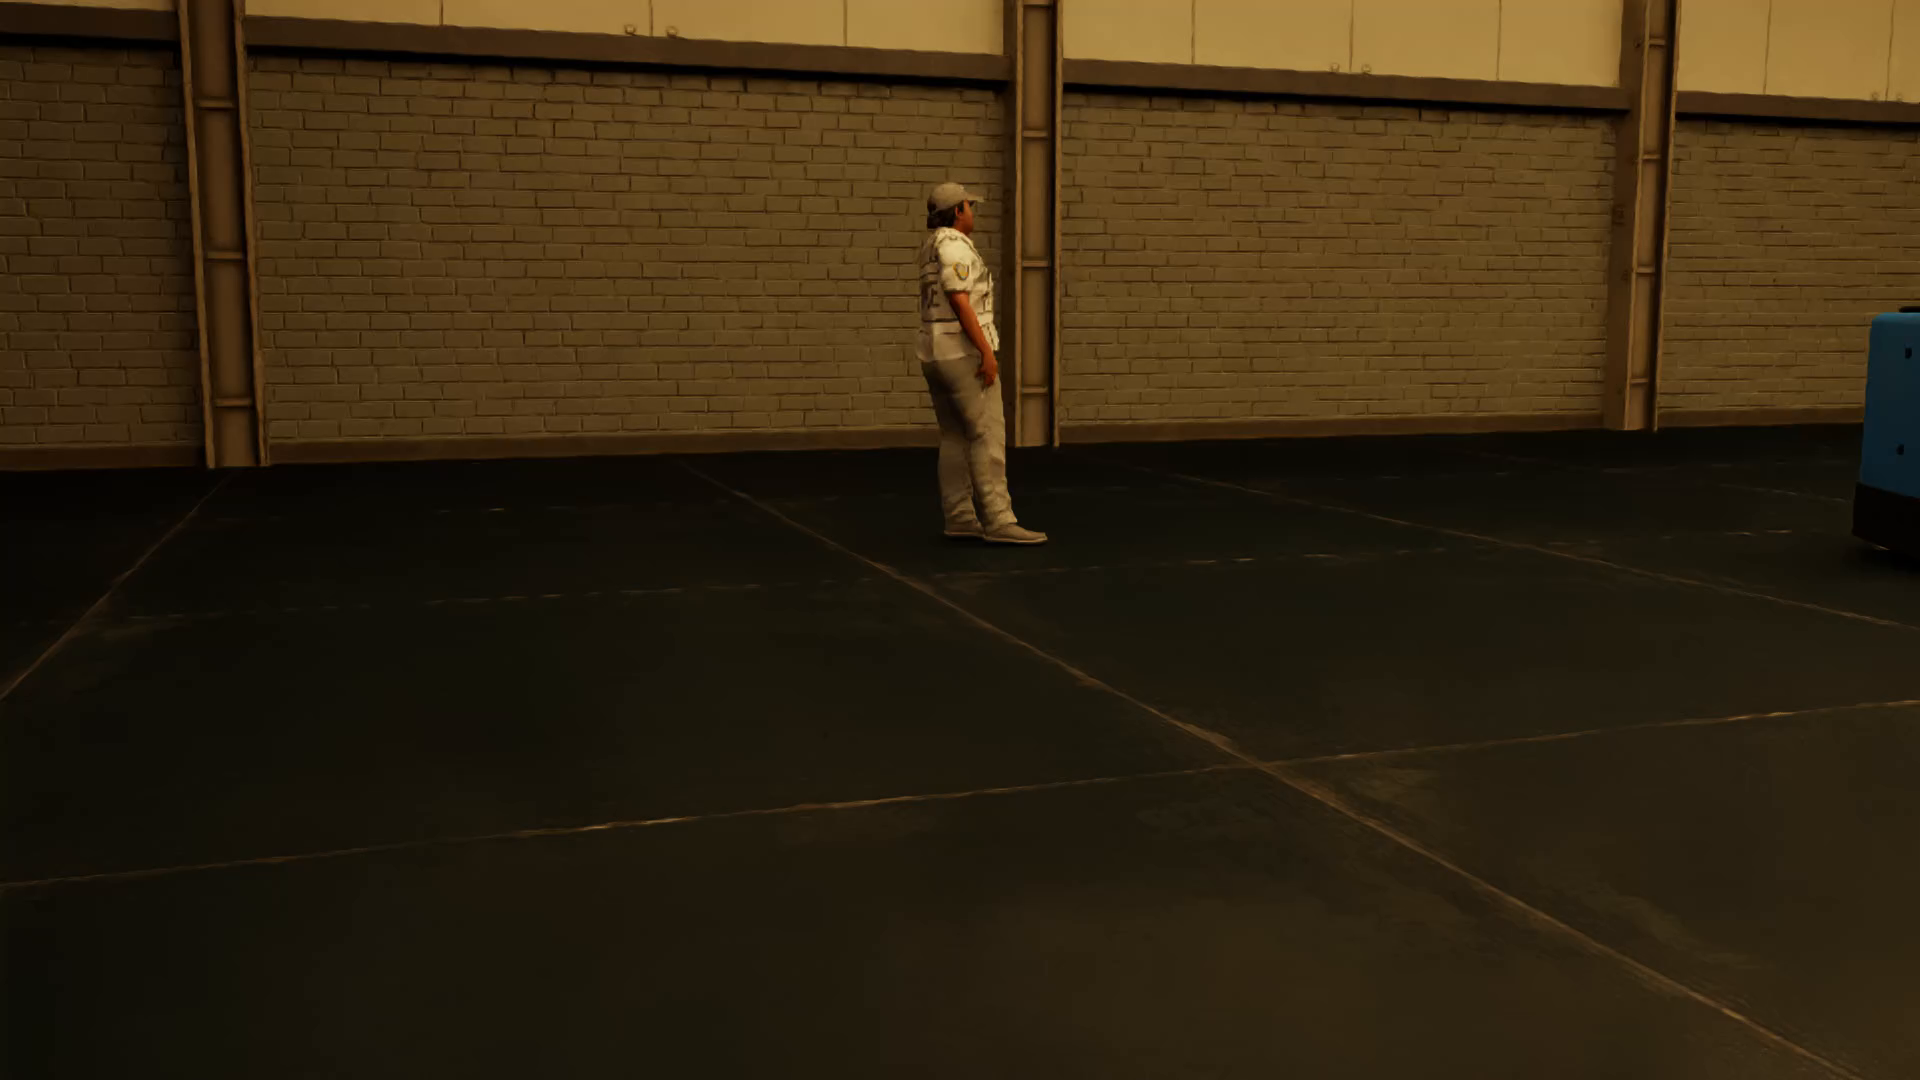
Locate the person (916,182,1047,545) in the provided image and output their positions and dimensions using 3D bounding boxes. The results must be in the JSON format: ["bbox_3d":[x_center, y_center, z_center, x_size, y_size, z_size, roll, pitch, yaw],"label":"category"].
[{"bbox_3d":[0.080,-0.833,7.813,0.529,1.669,0.598,-3,8,-18],"label":"person"}]

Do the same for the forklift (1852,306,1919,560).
[{"bbox_3d":[5.468,-1.310,6.679,3.031,2.935,1.130,1,8,10],"label":"forklift"}]
